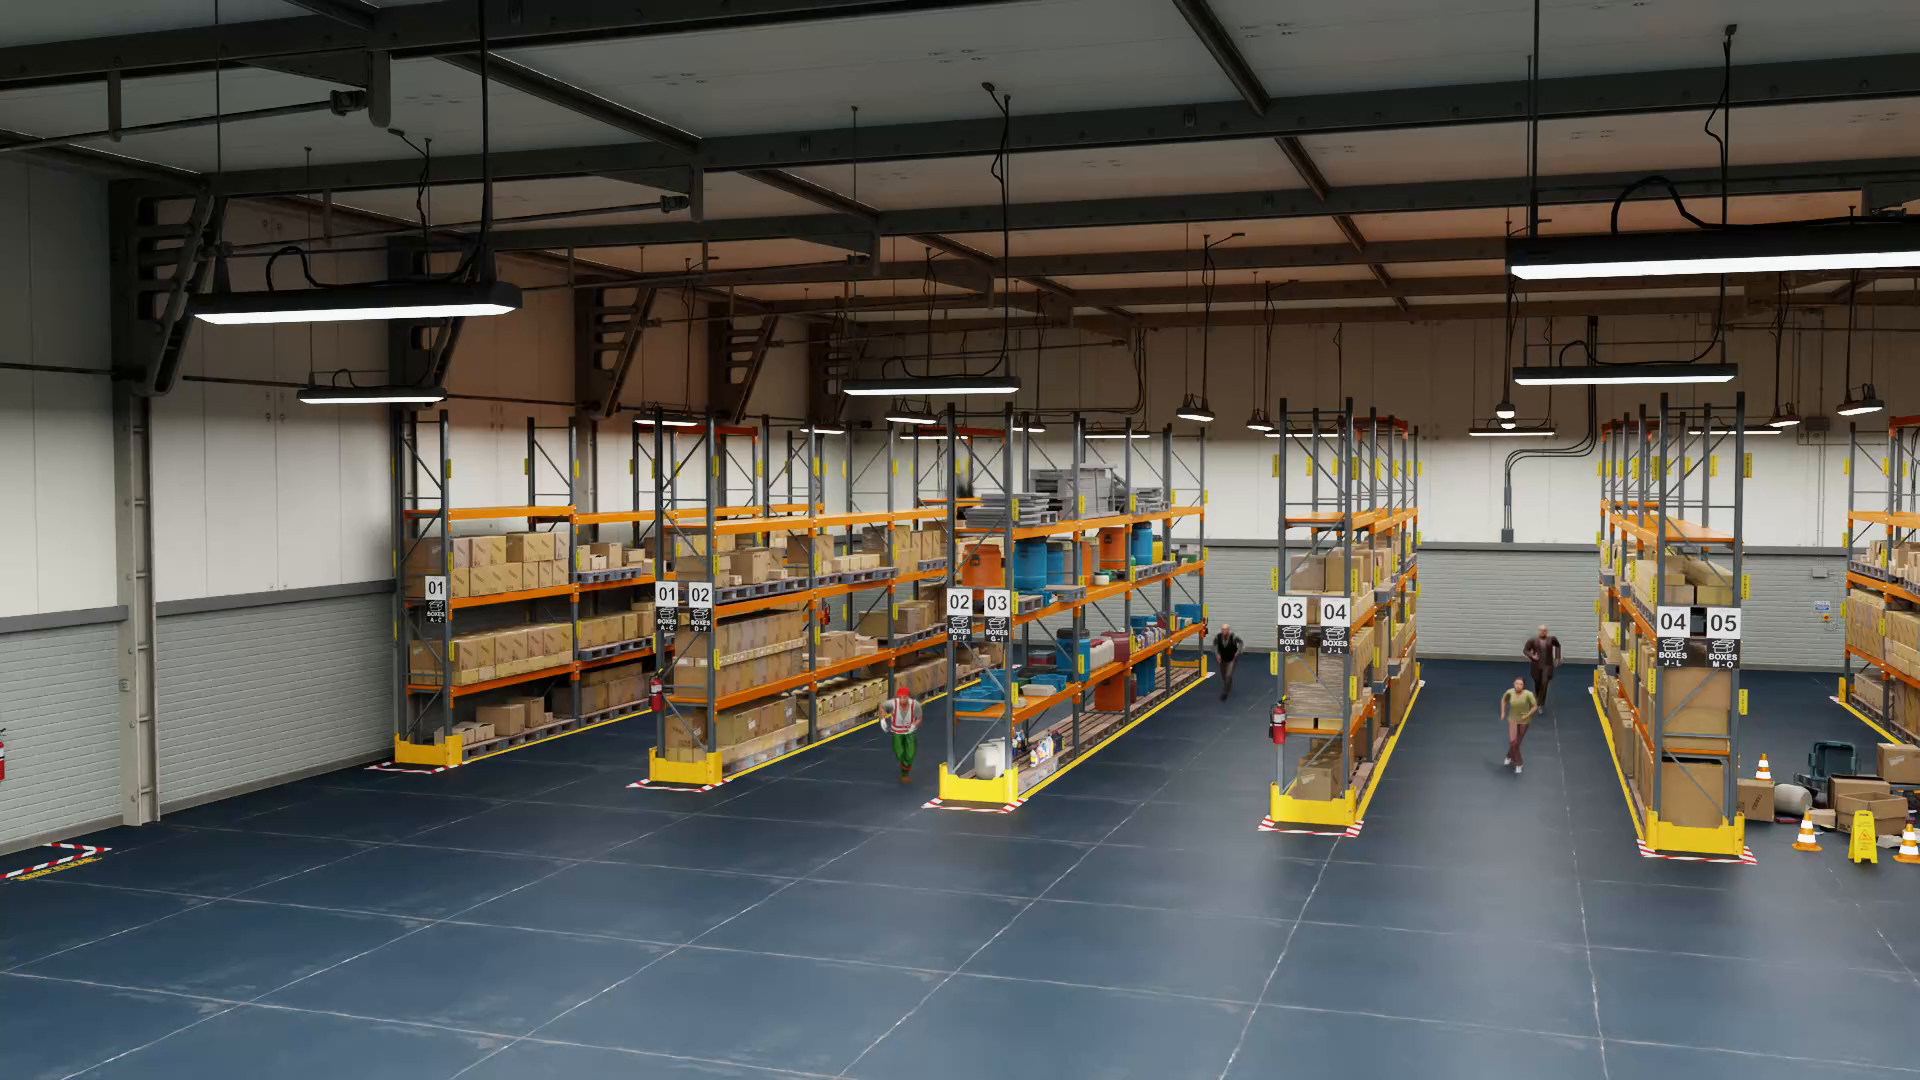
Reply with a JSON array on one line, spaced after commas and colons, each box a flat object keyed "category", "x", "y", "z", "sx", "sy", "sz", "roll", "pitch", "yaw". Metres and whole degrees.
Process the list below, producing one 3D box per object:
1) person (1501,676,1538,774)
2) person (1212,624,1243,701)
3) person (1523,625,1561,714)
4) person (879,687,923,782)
[{"category": "person", "x": 9.302, "y": 3.037, "z": 27.661, "sx": 0.584, "sy": 1.628, "sz": 0.805, "roll": 1, "pitch": 3, "yaw": 19}, {"category": "person", "x": 5.851, "y": 2.643, "z": 36.271, "sx": 0.676, "sy": 1.680, "sz": 0.955, "roll": 1, "pitch": 3, "yaw": 15}, {"category": "person", "x": 12.026, "y": 2.639, "z": 34.375, "sx": 0.735, "sy": 1.786, "sz": 1.111, "roll": 1, "pitch": 3, "yaw": 18}, {"category": "person", "x": -0.935, "y": 3.082, "z": 26.322, "sx": 0.694, "sy": 1.589, "sz": 0.828, "roll": 0, "pitch": 2, "yaw": -2}]
